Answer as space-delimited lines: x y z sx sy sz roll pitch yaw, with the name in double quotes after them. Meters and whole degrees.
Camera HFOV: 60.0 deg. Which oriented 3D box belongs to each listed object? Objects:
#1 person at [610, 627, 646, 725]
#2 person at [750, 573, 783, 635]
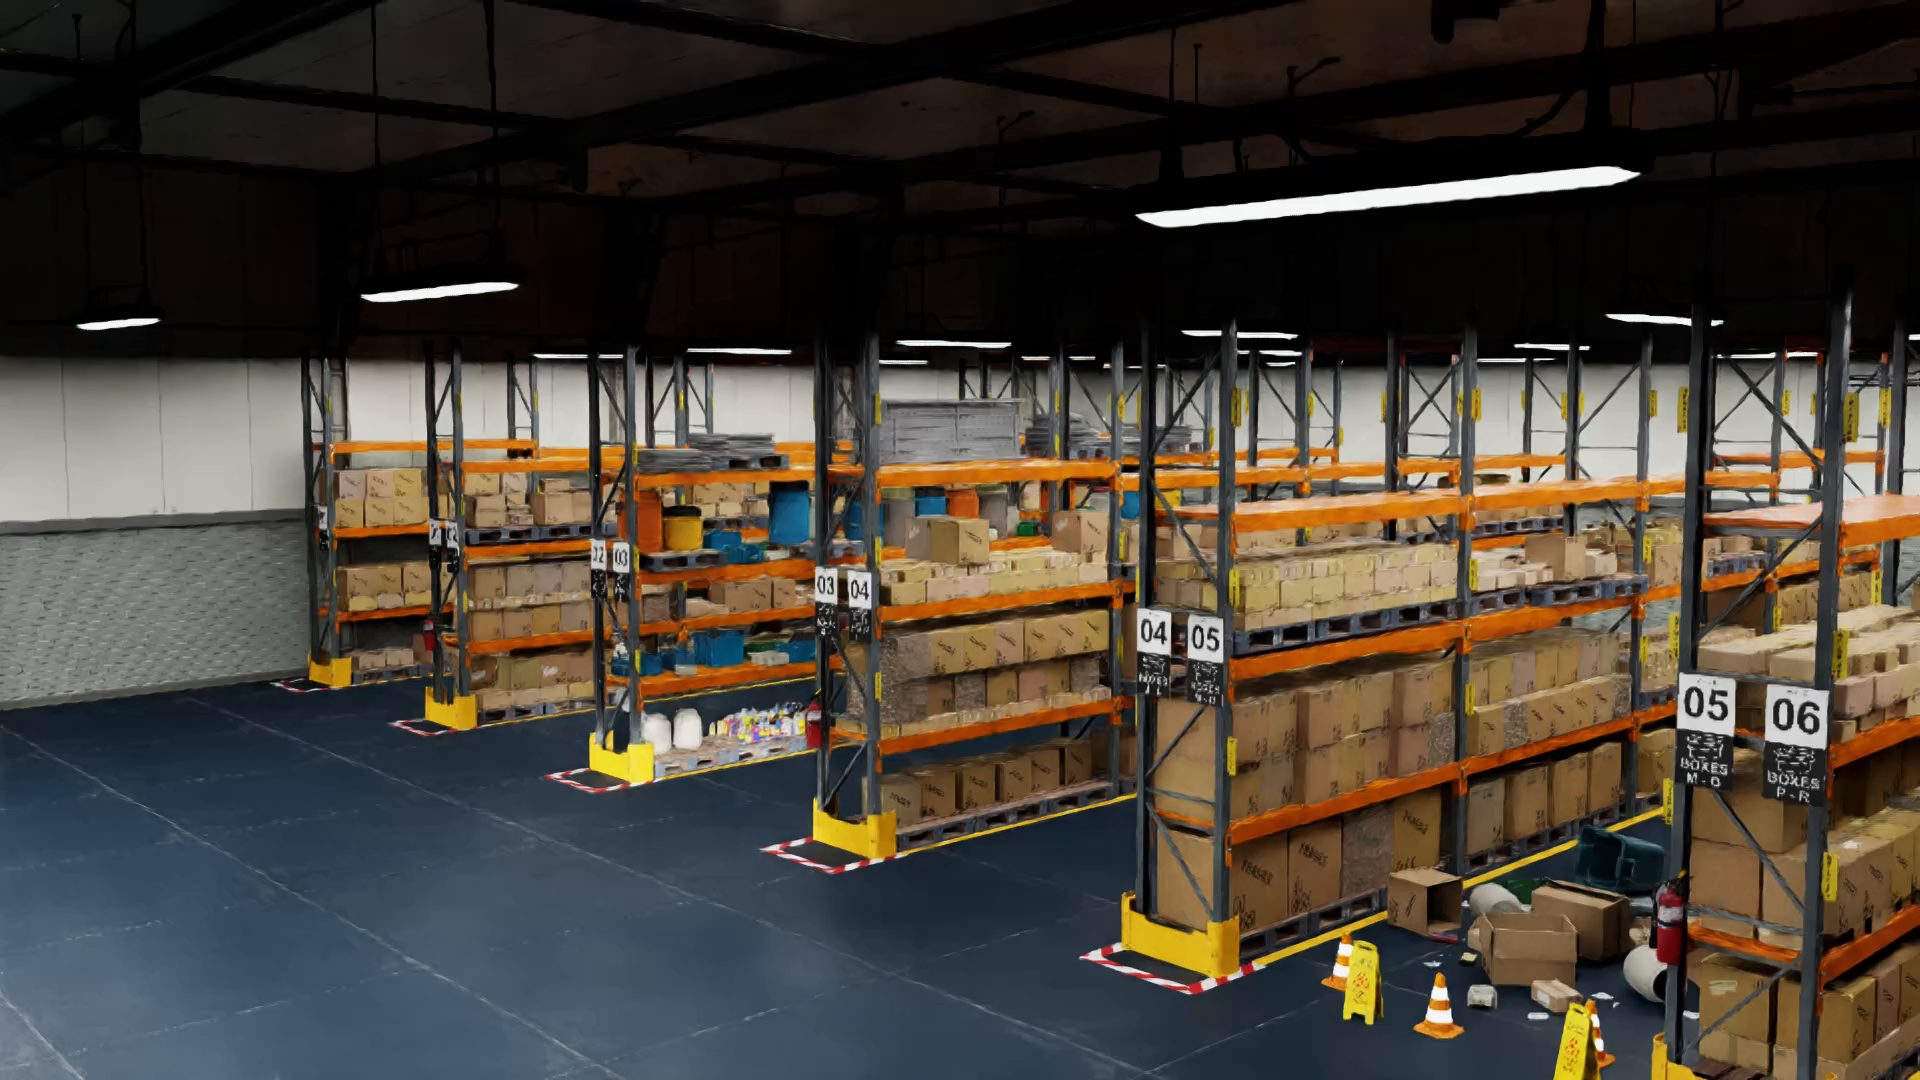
-5.088 2.123 25.601 0.641 1.608 0.668 -2 5 -23 "person"
-3.731 1.476 32.192 0.733 1.709 0.930 5 7 44 "person"
